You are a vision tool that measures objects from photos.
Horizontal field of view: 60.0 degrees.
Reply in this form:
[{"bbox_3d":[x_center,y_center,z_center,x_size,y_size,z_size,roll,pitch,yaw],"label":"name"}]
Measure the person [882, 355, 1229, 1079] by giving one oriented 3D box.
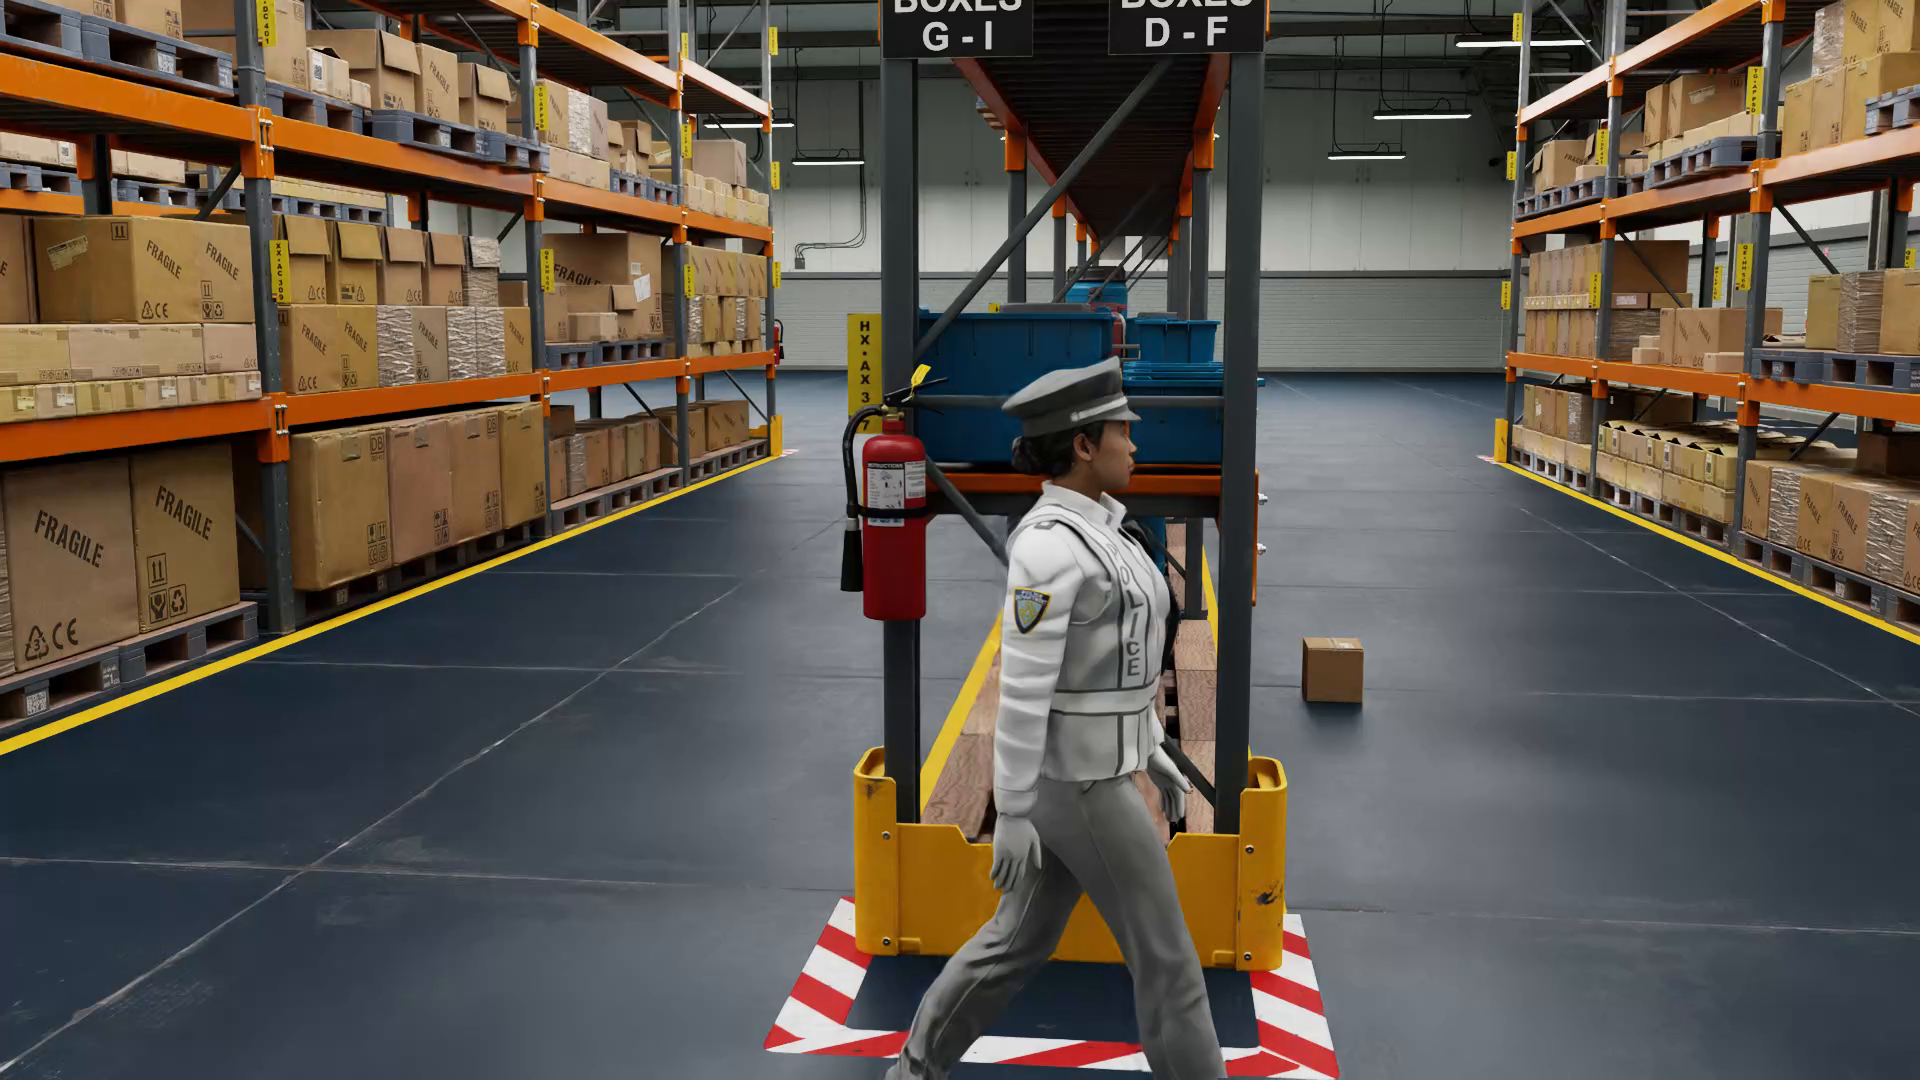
[{"bbox_3d":[0.300,0.451,3.312,0.959,1.628,0.527,2,8,11],"label":"person"}]
